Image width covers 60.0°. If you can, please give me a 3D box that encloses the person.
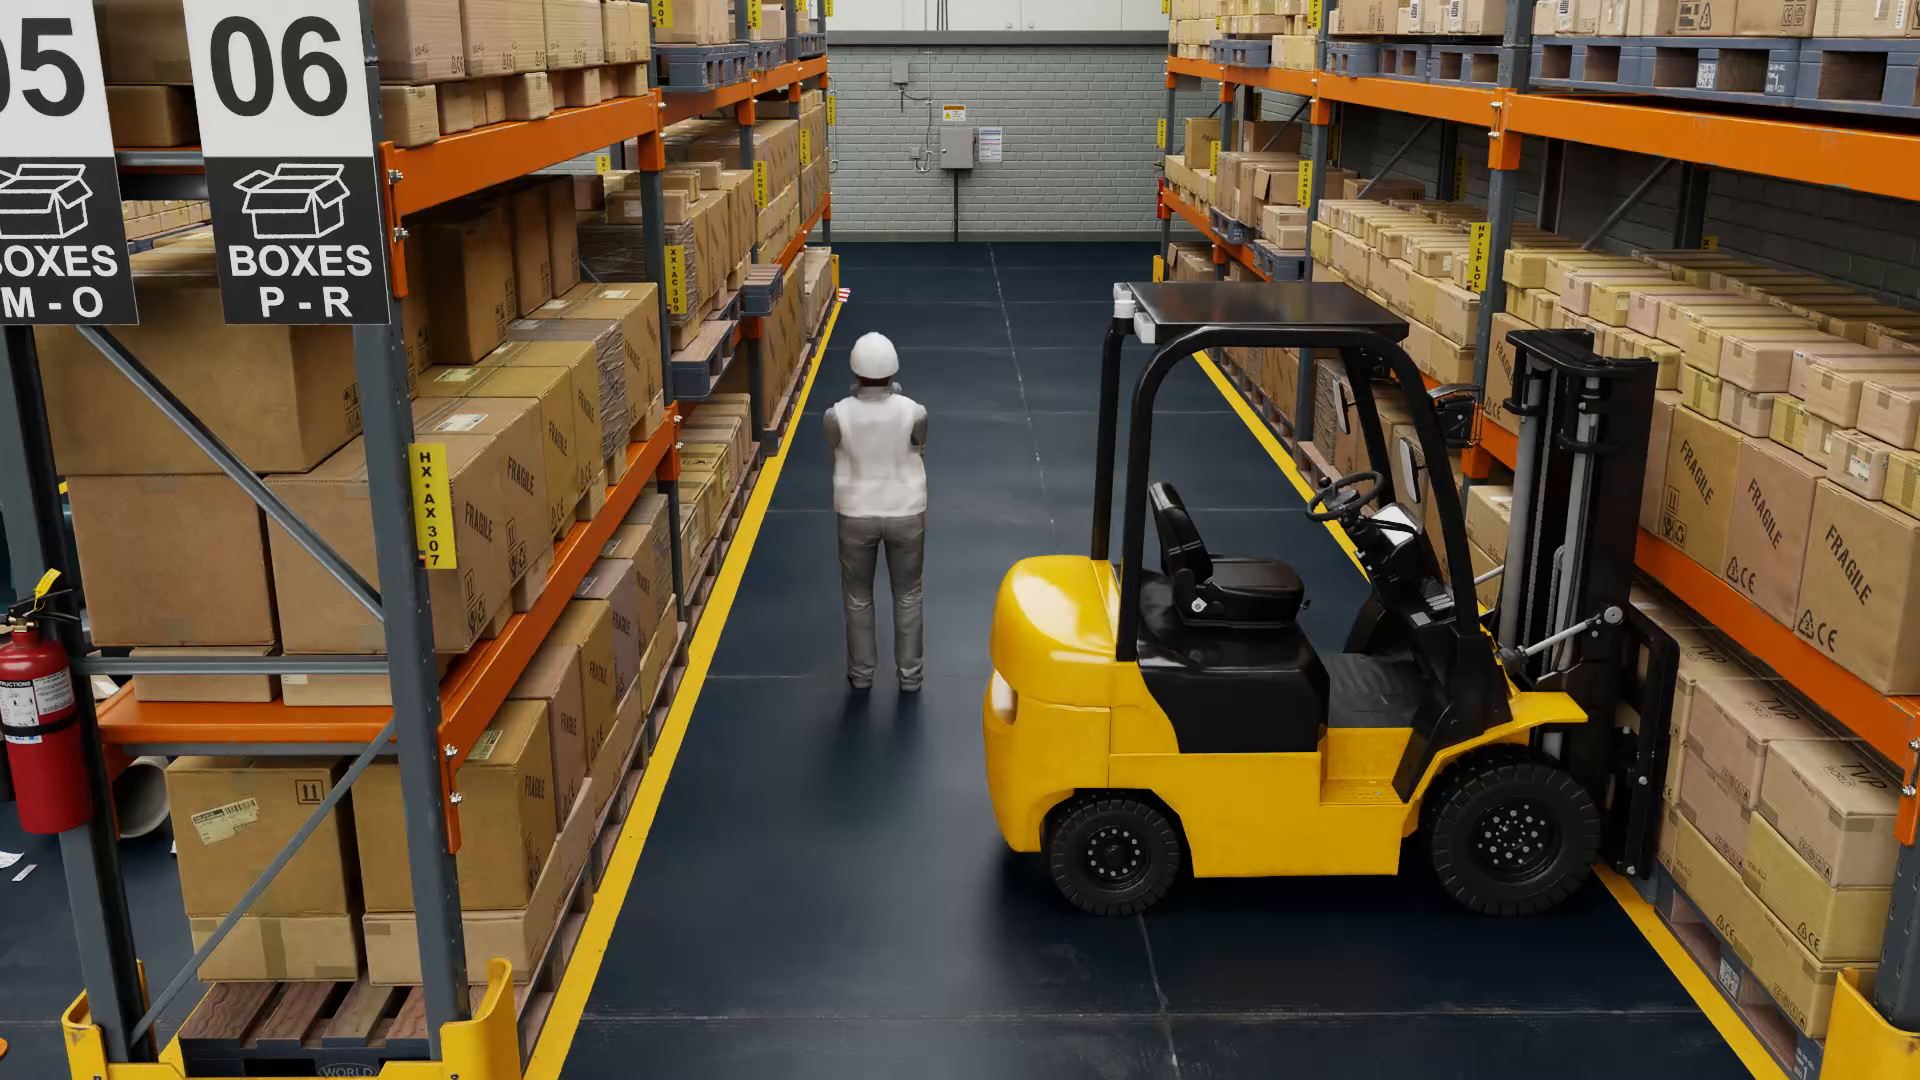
[{"bbox_3d":[-0.401,-0.152,8.012,0.494,1.762,0.565,-1,17,-4],"label":"person"}]
